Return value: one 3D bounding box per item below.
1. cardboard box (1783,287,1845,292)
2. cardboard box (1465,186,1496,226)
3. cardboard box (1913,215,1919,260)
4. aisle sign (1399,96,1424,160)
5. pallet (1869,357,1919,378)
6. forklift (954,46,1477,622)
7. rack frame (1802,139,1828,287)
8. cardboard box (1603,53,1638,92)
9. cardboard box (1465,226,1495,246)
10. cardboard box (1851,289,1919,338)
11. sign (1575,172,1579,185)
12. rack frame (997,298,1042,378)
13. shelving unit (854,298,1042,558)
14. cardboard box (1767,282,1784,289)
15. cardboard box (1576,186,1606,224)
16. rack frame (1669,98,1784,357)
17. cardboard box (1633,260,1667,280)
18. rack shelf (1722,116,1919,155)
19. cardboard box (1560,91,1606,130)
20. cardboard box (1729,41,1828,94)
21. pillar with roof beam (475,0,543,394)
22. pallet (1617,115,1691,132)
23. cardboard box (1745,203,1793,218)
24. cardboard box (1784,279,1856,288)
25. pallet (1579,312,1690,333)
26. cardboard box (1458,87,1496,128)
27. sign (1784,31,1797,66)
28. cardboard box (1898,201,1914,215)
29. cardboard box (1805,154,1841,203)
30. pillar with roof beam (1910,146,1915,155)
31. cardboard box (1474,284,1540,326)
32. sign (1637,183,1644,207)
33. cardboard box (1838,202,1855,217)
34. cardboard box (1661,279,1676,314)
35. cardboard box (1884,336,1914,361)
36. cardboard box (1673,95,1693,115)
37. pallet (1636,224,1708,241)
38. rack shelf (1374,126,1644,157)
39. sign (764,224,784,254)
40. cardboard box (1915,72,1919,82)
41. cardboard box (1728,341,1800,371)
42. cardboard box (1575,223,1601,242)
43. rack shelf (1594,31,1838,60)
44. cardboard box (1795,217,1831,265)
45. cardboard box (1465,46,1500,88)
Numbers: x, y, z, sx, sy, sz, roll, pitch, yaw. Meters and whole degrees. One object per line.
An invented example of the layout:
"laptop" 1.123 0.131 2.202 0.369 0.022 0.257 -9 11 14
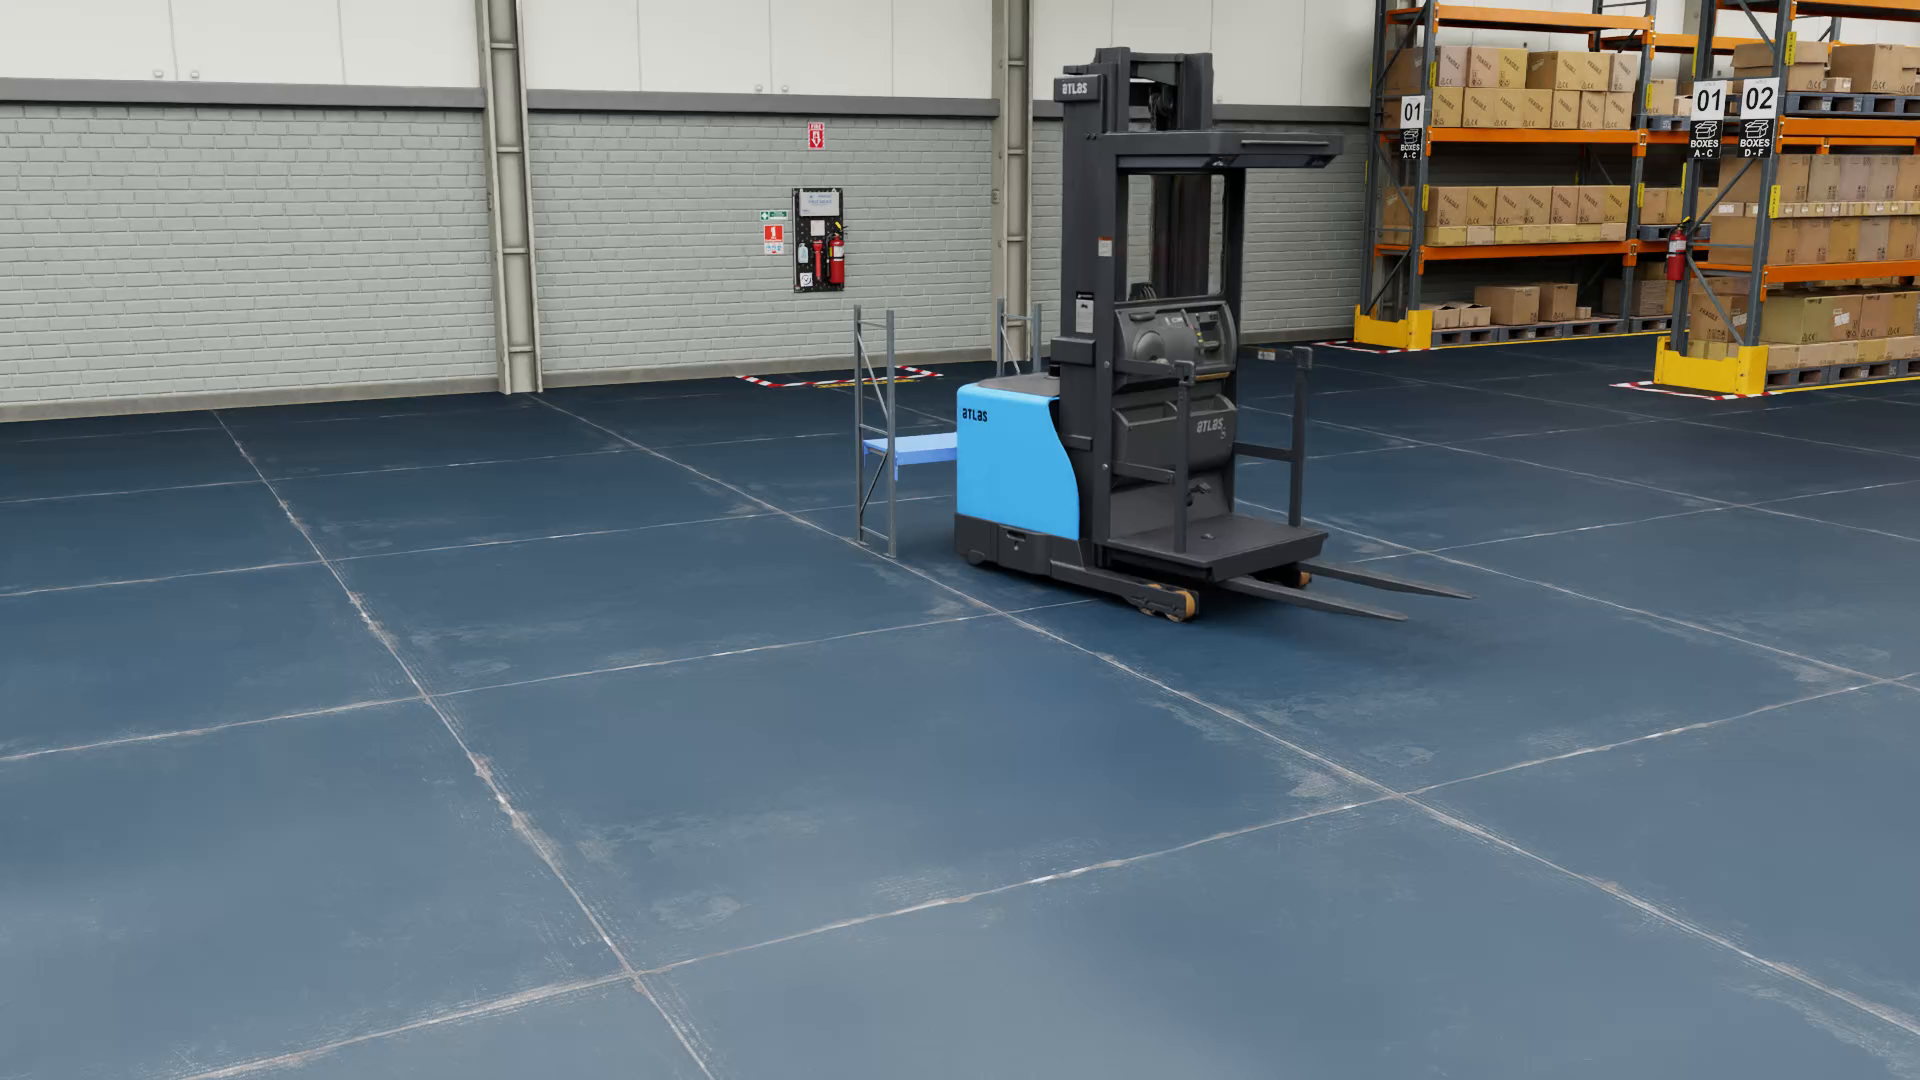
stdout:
"cardboard box" 9.700 -2.608 18.964 0.500 0.500 0.500 -7 14 -28
"cardboard box" 6.687 -4.404 21.933 0.500 0.500 0.500 -7 14 -28
"cardboard box" 10.727 -3.470 18.967 0.500 0.500 0.700 -7 14 -28
"aisle sign" 5.766 -5.262 21.237 0.004 0.787 0.394 -7 14 -28
"pallet" 10.855 -2.090 19.413 1.213 0.211 1.003 -7 14 -28
"forklift" 1.330 -1.128 8.945 1.130 2.935 3.031 -11 17 -41
"rack frame" 12.707 -4.901 25.553 0.127 3.000 1.000 -7 14 -28
"cardboard box" 8.886 -6.385 22.764 0.500 0.500 0.500 -8 15 -33
"cardboard box" 6.715 -4.043 22.038 0.500 0.250 0.500 -7 15 -30
"cardboard box" 10.389 -2.560 18.751 0.500 0.500 0.500 -7 14 -28
"sign" 8.927 -5.151 24.029 0.005 0.325 0.100 -7 14 -28
"rack frame" 0.371 -0.776 10.642 0.032 1.500 0.500 -7 14 -28
"shelving unit" -0.075 -0.723 10.405 1.048 1.500 0.538 -7 14 -28
"cardboard box" 12.100 -3.810 25.398 0.500 0.500 0.700 -7 14 -27
"cardboard box" 8.494 -4.619 22.891 0.500 0.500 0.500 -7 14 -28
"rack frame" 8.062 -3.105 17.573 0.127 3.000 1.000 -7 14 -28
"cardboard box" 10.219 -3.968 24.394 0.500 0.250 0.500 -7 15 -29
"rack shelf" 9.817 -4.428 18.257 4.000 0.370 1.077 -7 14 -28
"cardboard box" 8.421 -5.850 22.667 0.500 0.500 0.500 -8 15 -33
"cardboard box" 8.568 -4.951 17.436 0.637 0.503 0.797 -6 14 -24
"pillar with roof beam" -2.585 -5.134 12.926 0.400 9.000 9.100 -7 14 -28
"pallet" 9.789 -5.896 23.572 1.003 0.211 1.213 -7 14 -28
"cardboard box" 8.510 -3.470 17.490 0.250 0.149 0.380 -7 14 -28
"cardboard box" 13.415 -4.109 25.974 0.750 0.750 0.750 -7 14 -29
"pallet" 9.879 -3.202 24.354 1.213 0.211 1.003 -7 14 -28
"cardboard box" 6.587 -5.618 21.633 0.500 0.500 0.500 -6 14 -24
"sign" 8.323 -4.926 16.661 0.005 0.325 0.100 -7 14 -28
"cardboard box" 10.322 -3.688 18.458 0.250 0.149 0.380 -6 14 -26
"cardboard box" 8.983 -3.895 17.902 0.500 0.500 0.700 -7 15 -29
"pillar with roof beam" 18.481 -7.659 24.145 0.400 9.000 9.100 -7 14 -28
"cardboard box" 7.504 -3.237 22.852 0.500 0.500 0.700 -8 15 -31
"sign" 9.463 -4.798 23.127 0.005 0.325 0.100 -7 14 -28
"cardboard box" 9.415 -3.579 17.974 0.250 0.149 0.380 -7 15 -30
"cardboard box" 10.264 -3.620 24.552 0.500 0.500 0.700 -7 15 -29
"cardboard box" 10.395 -2.192 18.823 0.500 0.250 0.500 -7 14 -28
"cardboard box" 10.255 -6.211 23.792 0.500 0.311 0.500 -6 14 -26
"pallet" 9.937 -4.439 23.937 1.213 0.211 1.003 -7 14 -28
"rack shelf" 7.441 -5.382 22.498 4.000 0.370 1.077 -7 14 -28
"sign" -2.103 -3.395 18.780 0.234 0.329 0.001 -7 14 -28
"cardboard box" 10.531 -5.160 18.800 0.500 0.311 0.500 -8 15 -31
"cardboard box" 8.639 -1.982 17.889 0.500 0.250 0.500 -7 14 -28
"cardboard box" 8.484 -4.257 22.990 0.500 0.250 0.500 -7 14 -28
"rack shelf" 10.952 -7.071 24.082 4.000 0.370 1.077 -7 14 -28
"cardboard box" 8.936 -3.256 18.019 0.500 0.500 0.700 -6 14 -26
"cardboard box" 6.604 -6.105 21.524 0.500 0.500 0.500 -7 14 -29
